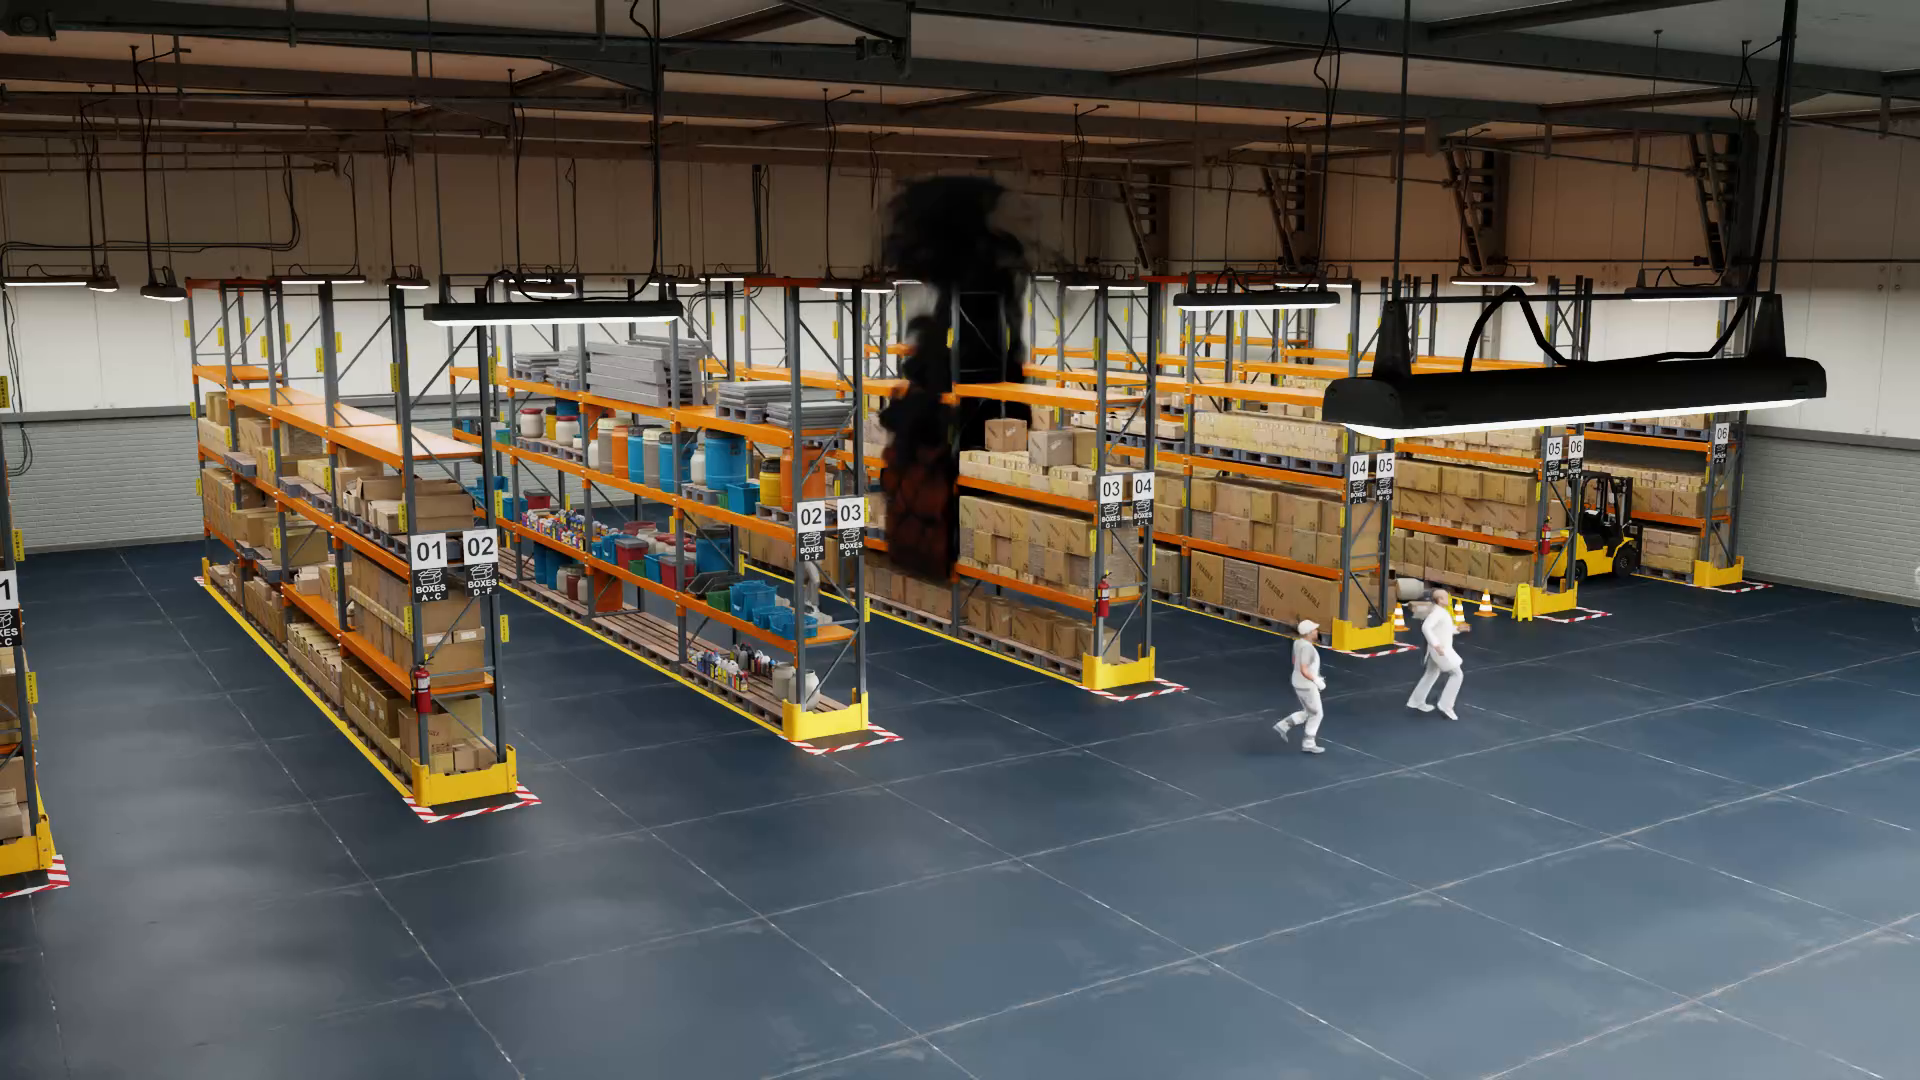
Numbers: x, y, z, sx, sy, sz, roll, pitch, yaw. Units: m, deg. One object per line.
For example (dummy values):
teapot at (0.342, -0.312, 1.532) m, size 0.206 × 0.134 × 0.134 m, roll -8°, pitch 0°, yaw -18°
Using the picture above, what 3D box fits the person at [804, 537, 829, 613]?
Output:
person at (-2.666, 0.461, 30.320) m, size 0.539 × 1.731 × 0.761 m, roll -6°, pitch 11°, yaw -32°

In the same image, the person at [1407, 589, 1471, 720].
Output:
person at (6.696, 1.598, 23.214) m, size 0.820 × 1.843 × 0.674 m, roll 1°, pitch 10°, yaw 5°

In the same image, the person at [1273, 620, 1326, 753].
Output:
person at (4.417, 1.895, 21.485) m, size 0.666 × 1.753 × 0.668 m, roll 0°, pitch 10°, yaw 0°
